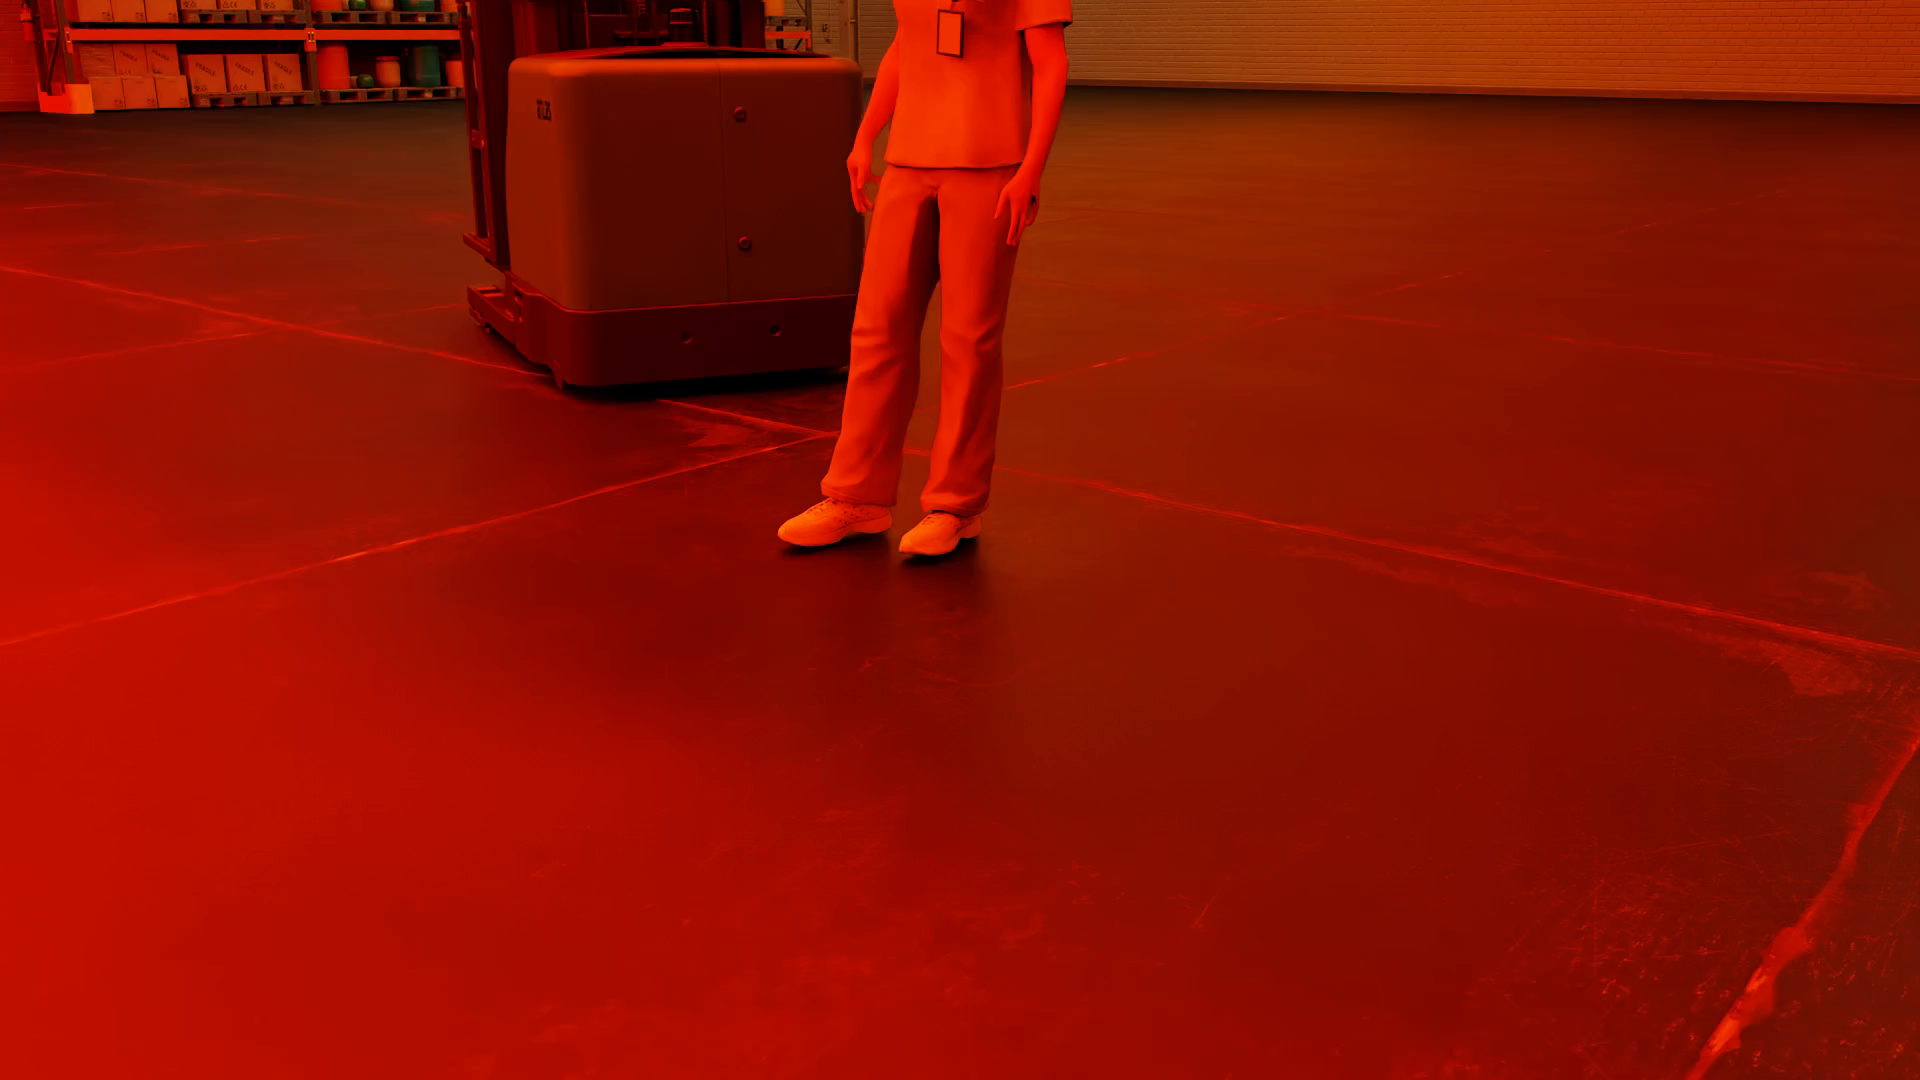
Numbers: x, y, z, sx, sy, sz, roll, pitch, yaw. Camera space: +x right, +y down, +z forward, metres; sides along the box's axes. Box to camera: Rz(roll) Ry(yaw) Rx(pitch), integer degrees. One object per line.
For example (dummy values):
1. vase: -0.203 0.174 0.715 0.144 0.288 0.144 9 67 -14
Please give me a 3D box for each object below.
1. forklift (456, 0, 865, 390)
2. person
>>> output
1. forklift: -1.378 -2.275 6.391 1.130 2.935 3.031 -8 18 -24
2. person: -0.063 -0.793 3.644 0.549 1.673 0.532 13 21 37
